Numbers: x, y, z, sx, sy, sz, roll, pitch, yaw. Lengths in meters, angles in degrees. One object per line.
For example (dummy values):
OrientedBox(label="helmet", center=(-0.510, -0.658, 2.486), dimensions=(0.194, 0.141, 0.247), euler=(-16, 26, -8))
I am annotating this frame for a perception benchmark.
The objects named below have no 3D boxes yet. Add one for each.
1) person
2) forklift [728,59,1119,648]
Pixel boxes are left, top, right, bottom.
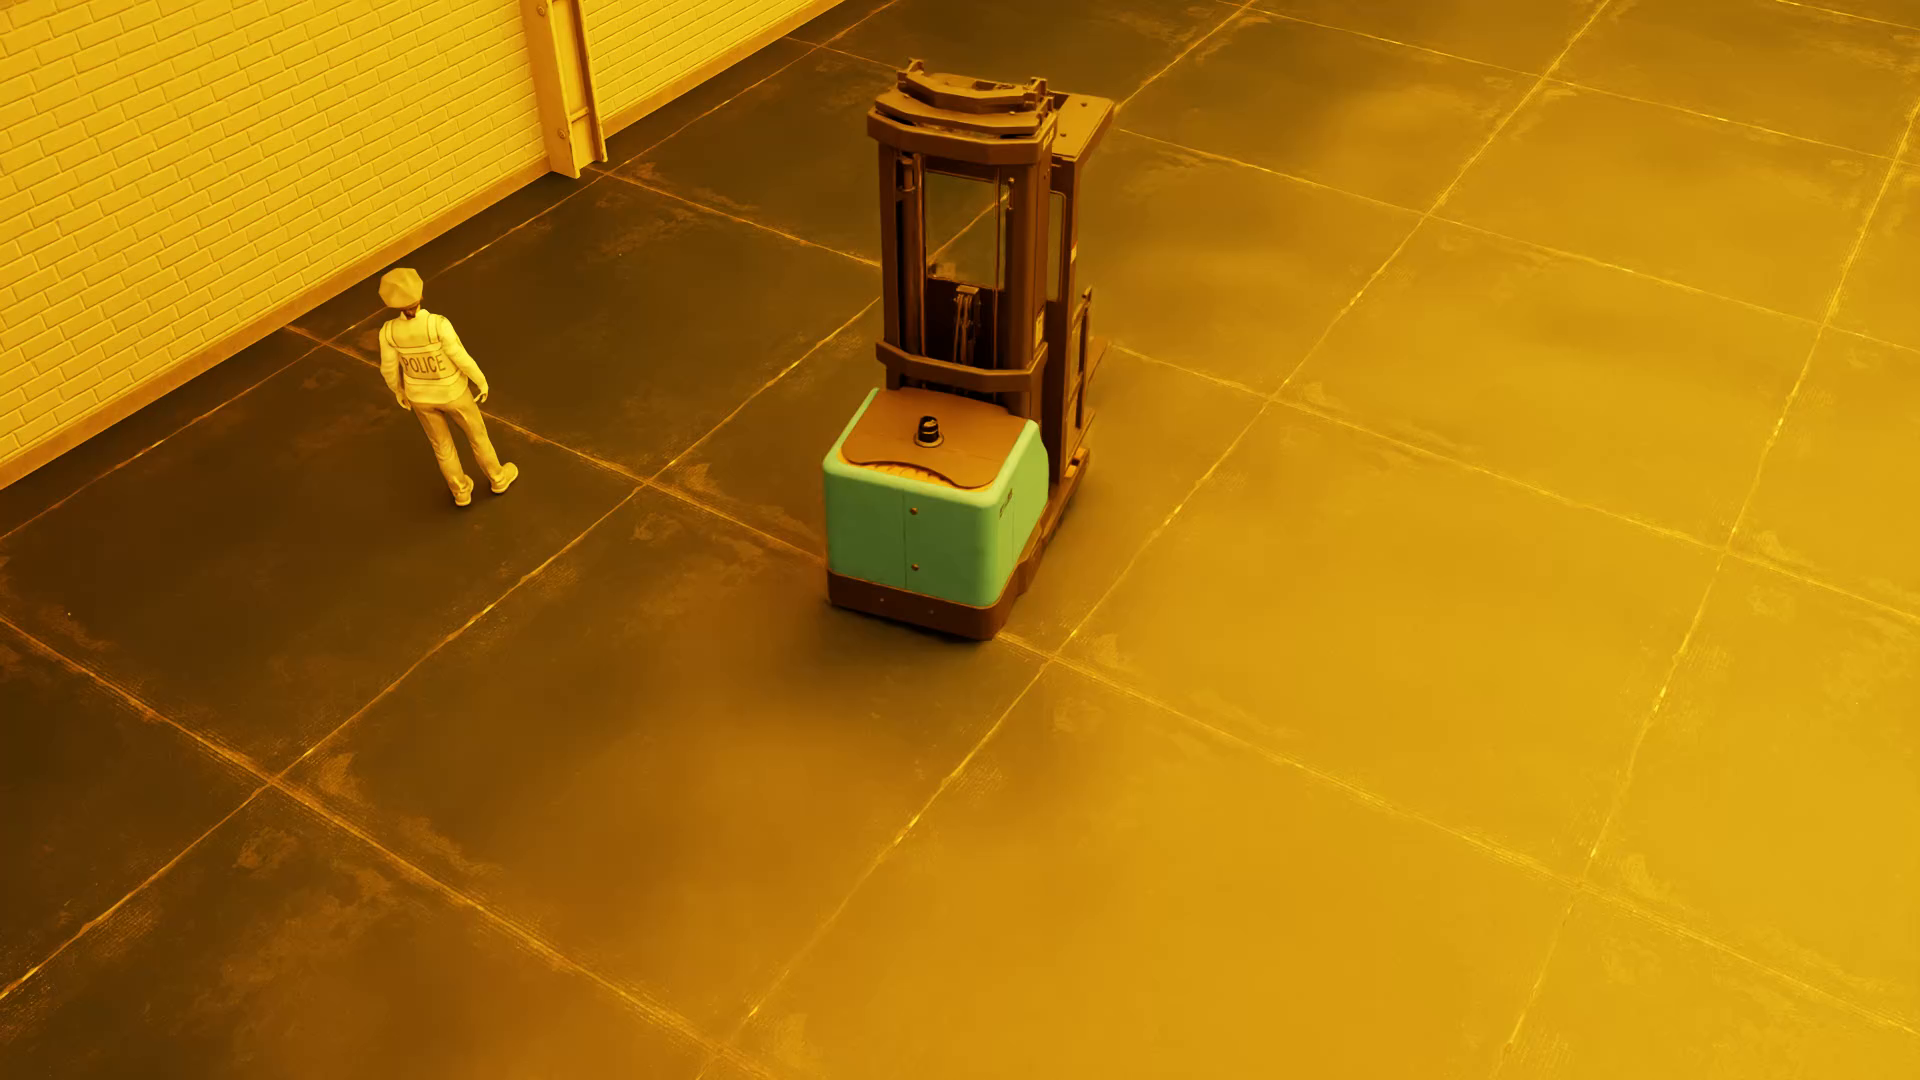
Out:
OrientedBox(label="person", center=(-3.129, -0.942, 10.024), dimensions=(0.585, 1.694, 0.513), euler=(-2, 40, -2))
OrientedBox(label="forklift", center=(-0.388, -1.410, 9.631), dimensions=(1.130, 2.935, 3.031), euler=(-26, 47, -27))
